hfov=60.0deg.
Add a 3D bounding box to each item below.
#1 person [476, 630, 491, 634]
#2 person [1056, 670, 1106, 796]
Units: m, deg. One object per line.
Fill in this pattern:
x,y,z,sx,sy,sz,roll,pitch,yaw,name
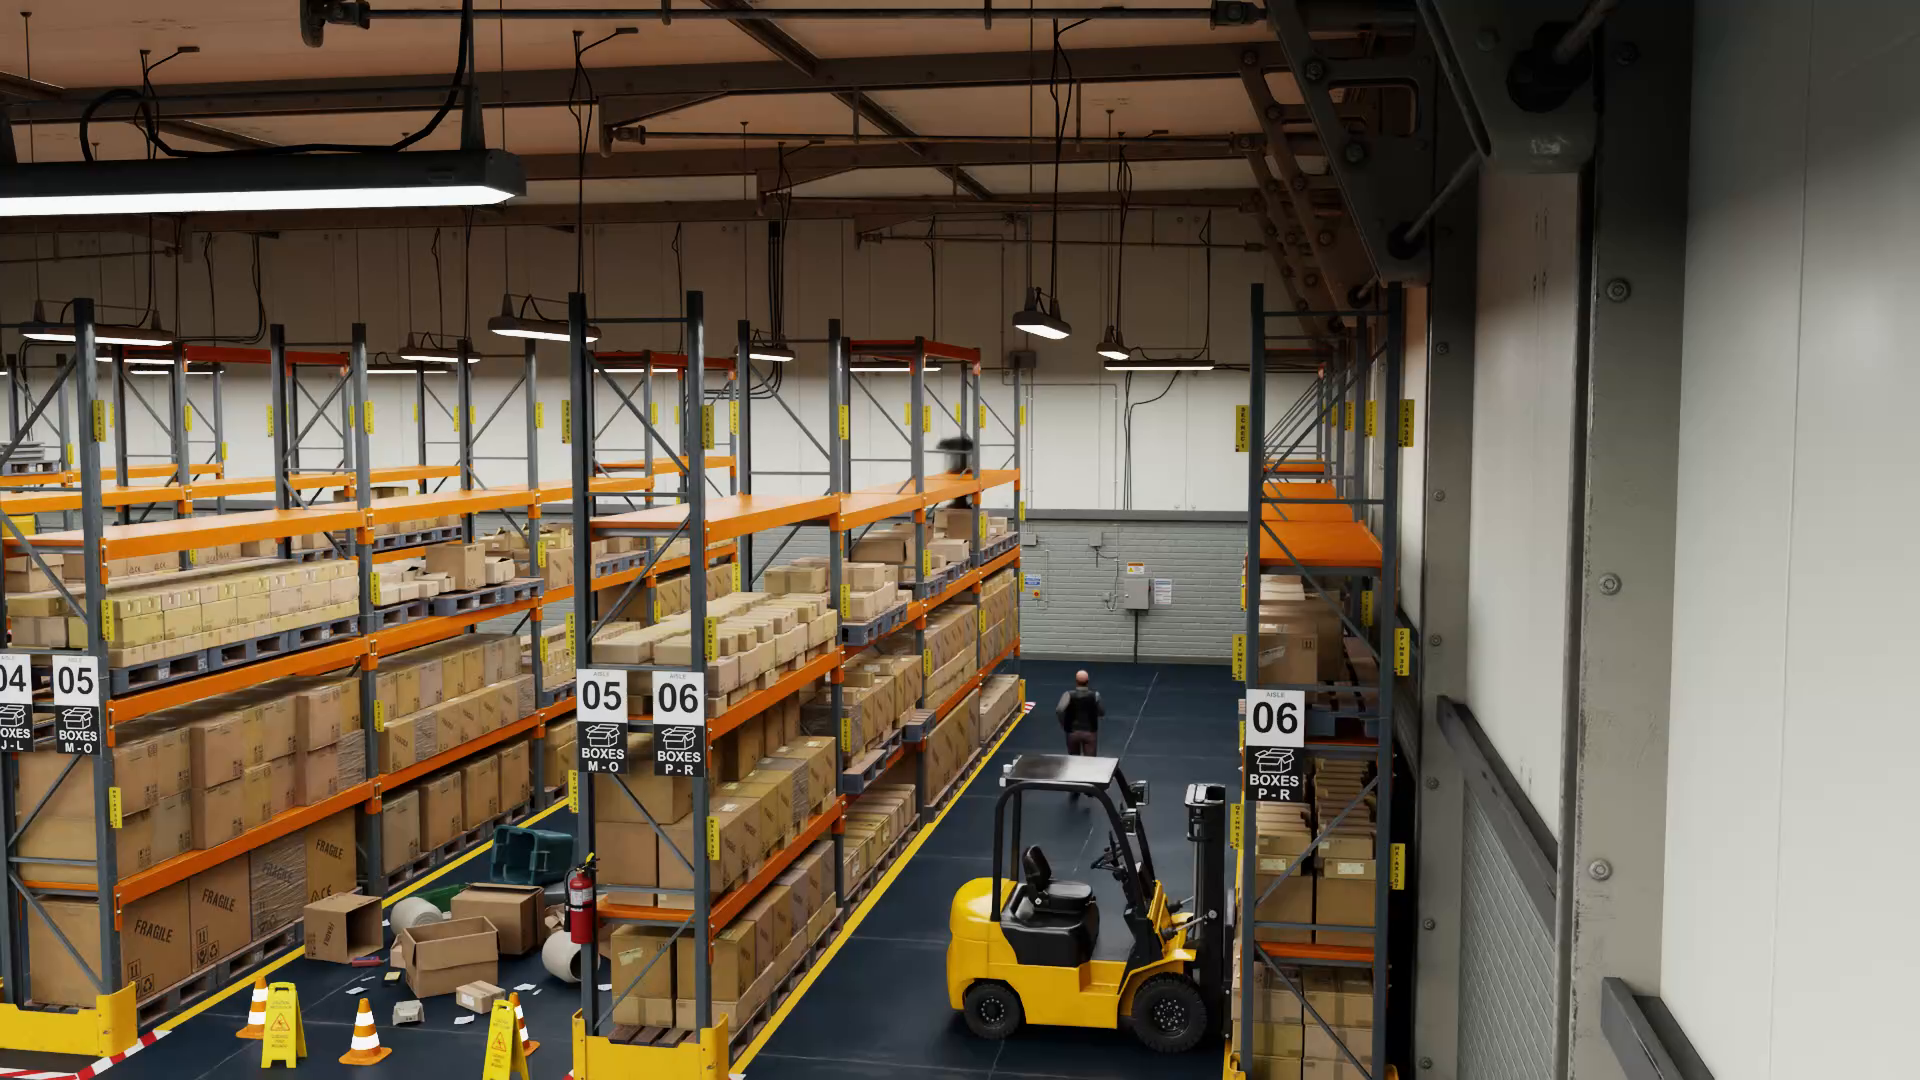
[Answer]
-7.549,2.240,26.628,0.714,1.708,1.017,0,5,0,person
1.592,2.552,21.878,0.666,1.698,0.905,0,5,3,person
